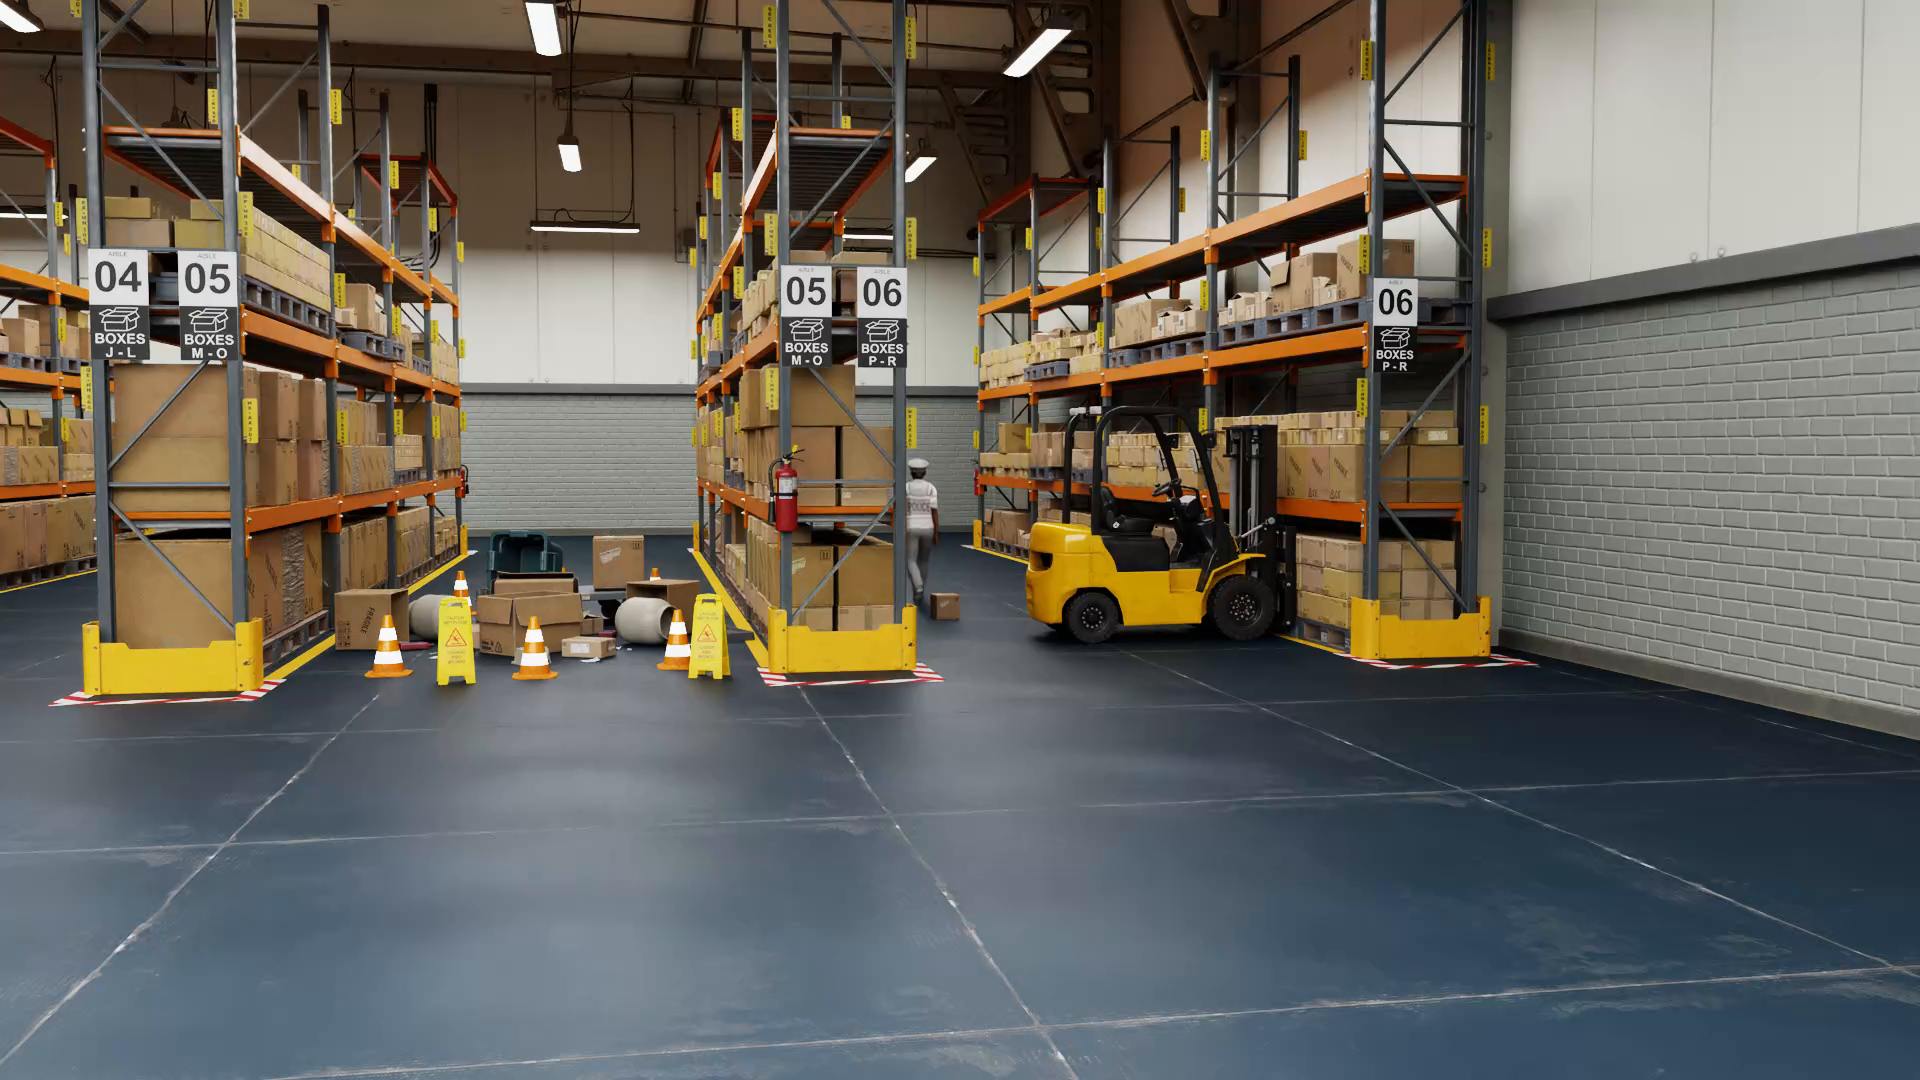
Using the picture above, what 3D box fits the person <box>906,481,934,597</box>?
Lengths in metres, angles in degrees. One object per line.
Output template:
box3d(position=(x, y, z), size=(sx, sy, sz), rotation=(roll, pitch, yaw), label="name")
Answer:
box3d(position=(-0.443, 0.005, 18.693), size=(0.386, 1.328, 0.793), rotation=(-1, 3, -12), label="person")
